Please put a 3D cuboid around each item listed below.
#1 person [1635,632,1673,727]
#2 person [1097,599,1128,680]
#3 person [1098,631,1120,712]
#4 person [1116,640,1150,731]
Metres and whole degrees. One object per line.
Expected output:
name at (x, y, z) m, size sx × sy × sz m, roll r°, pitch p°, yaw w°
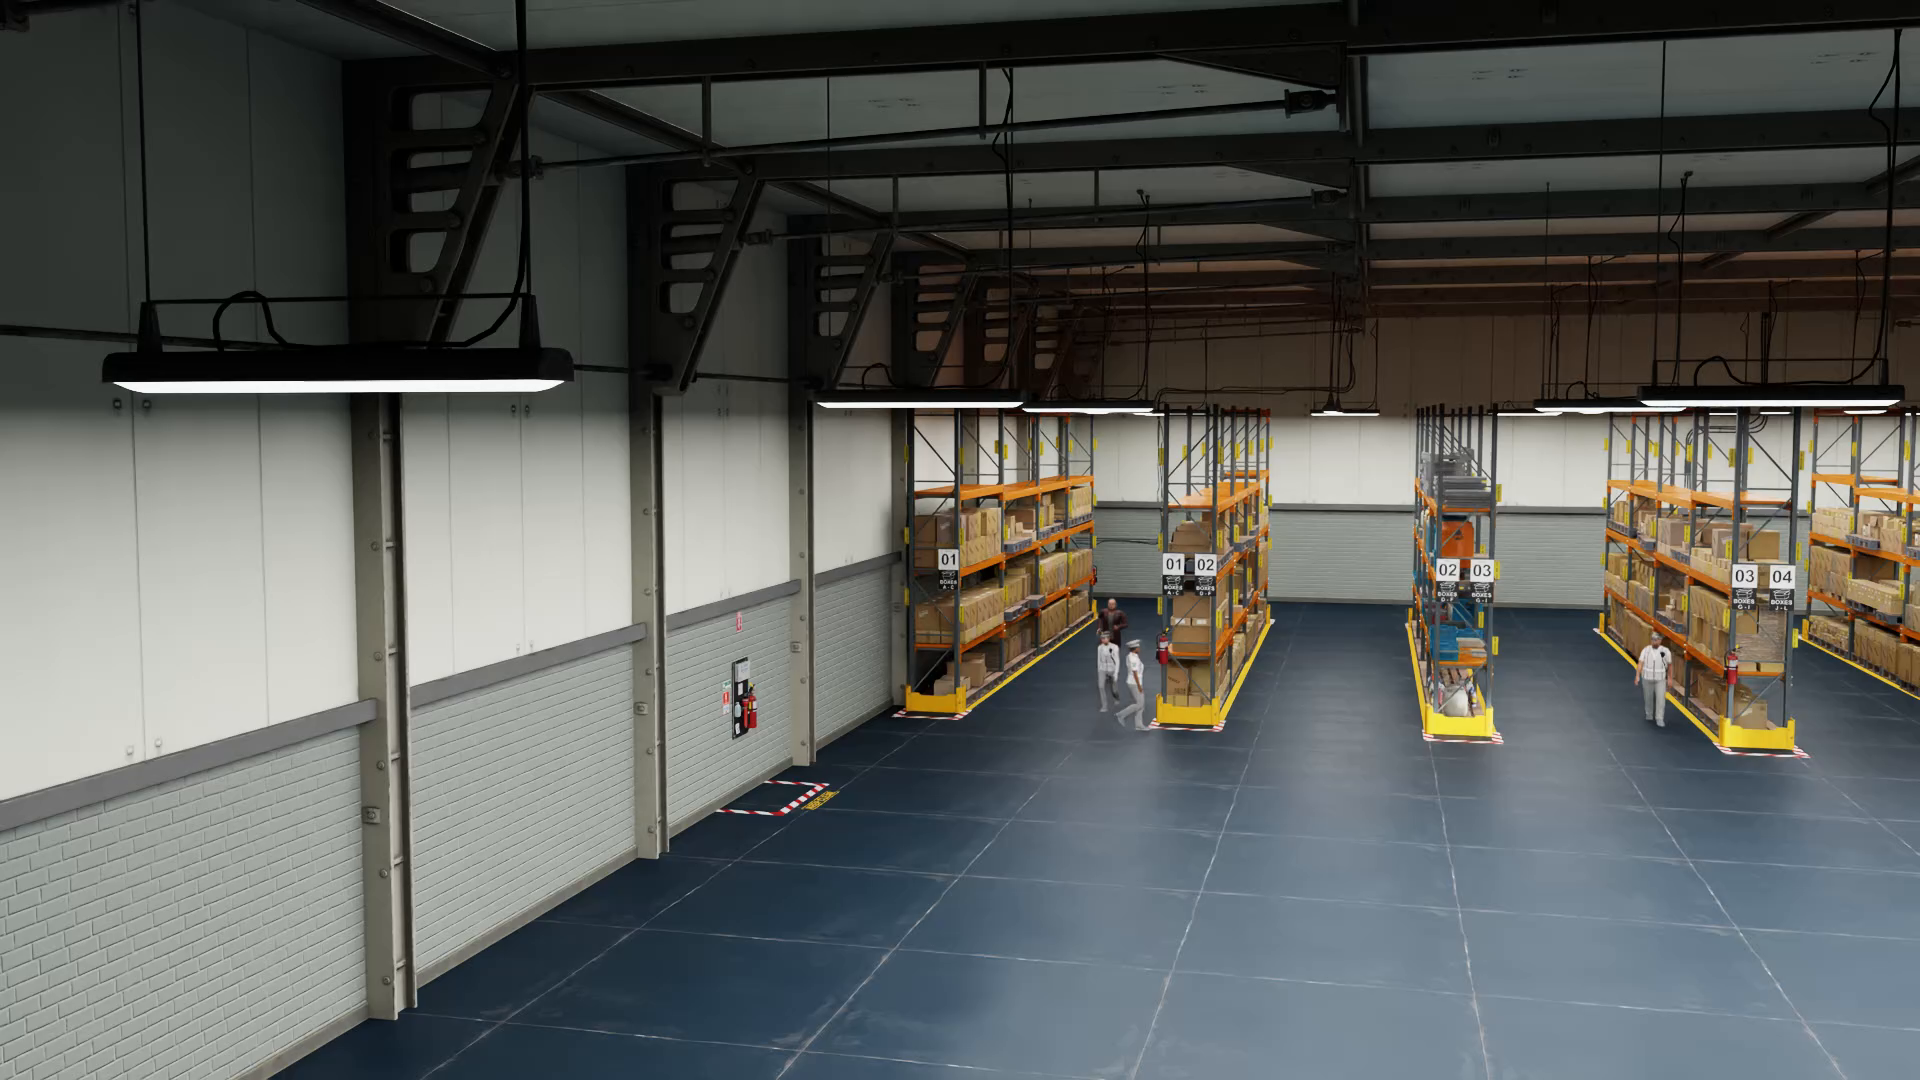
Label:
person at (12.987, 2.569, 31.104) m, size 0.666 × 1.714 × 1.024 m, roll 1°, pitch 4°, yaw 20°
person at (3.368, 2.178, 36.884) m, size 0.668 × 1.786 × 1.049 m, roll 0°, pitch 4°, yaw 2°
person at (2.903, 2.558, 32.688) m, size 0.457 × 1.542 × 0.937 m, roll 1°, pitch 4°, yaw 19°
person at (3.181, 2.668, 30.483) m, size 0.631 × 1.666 × 0.493 m, roll 0°, pitch 4°, yaw 4°
